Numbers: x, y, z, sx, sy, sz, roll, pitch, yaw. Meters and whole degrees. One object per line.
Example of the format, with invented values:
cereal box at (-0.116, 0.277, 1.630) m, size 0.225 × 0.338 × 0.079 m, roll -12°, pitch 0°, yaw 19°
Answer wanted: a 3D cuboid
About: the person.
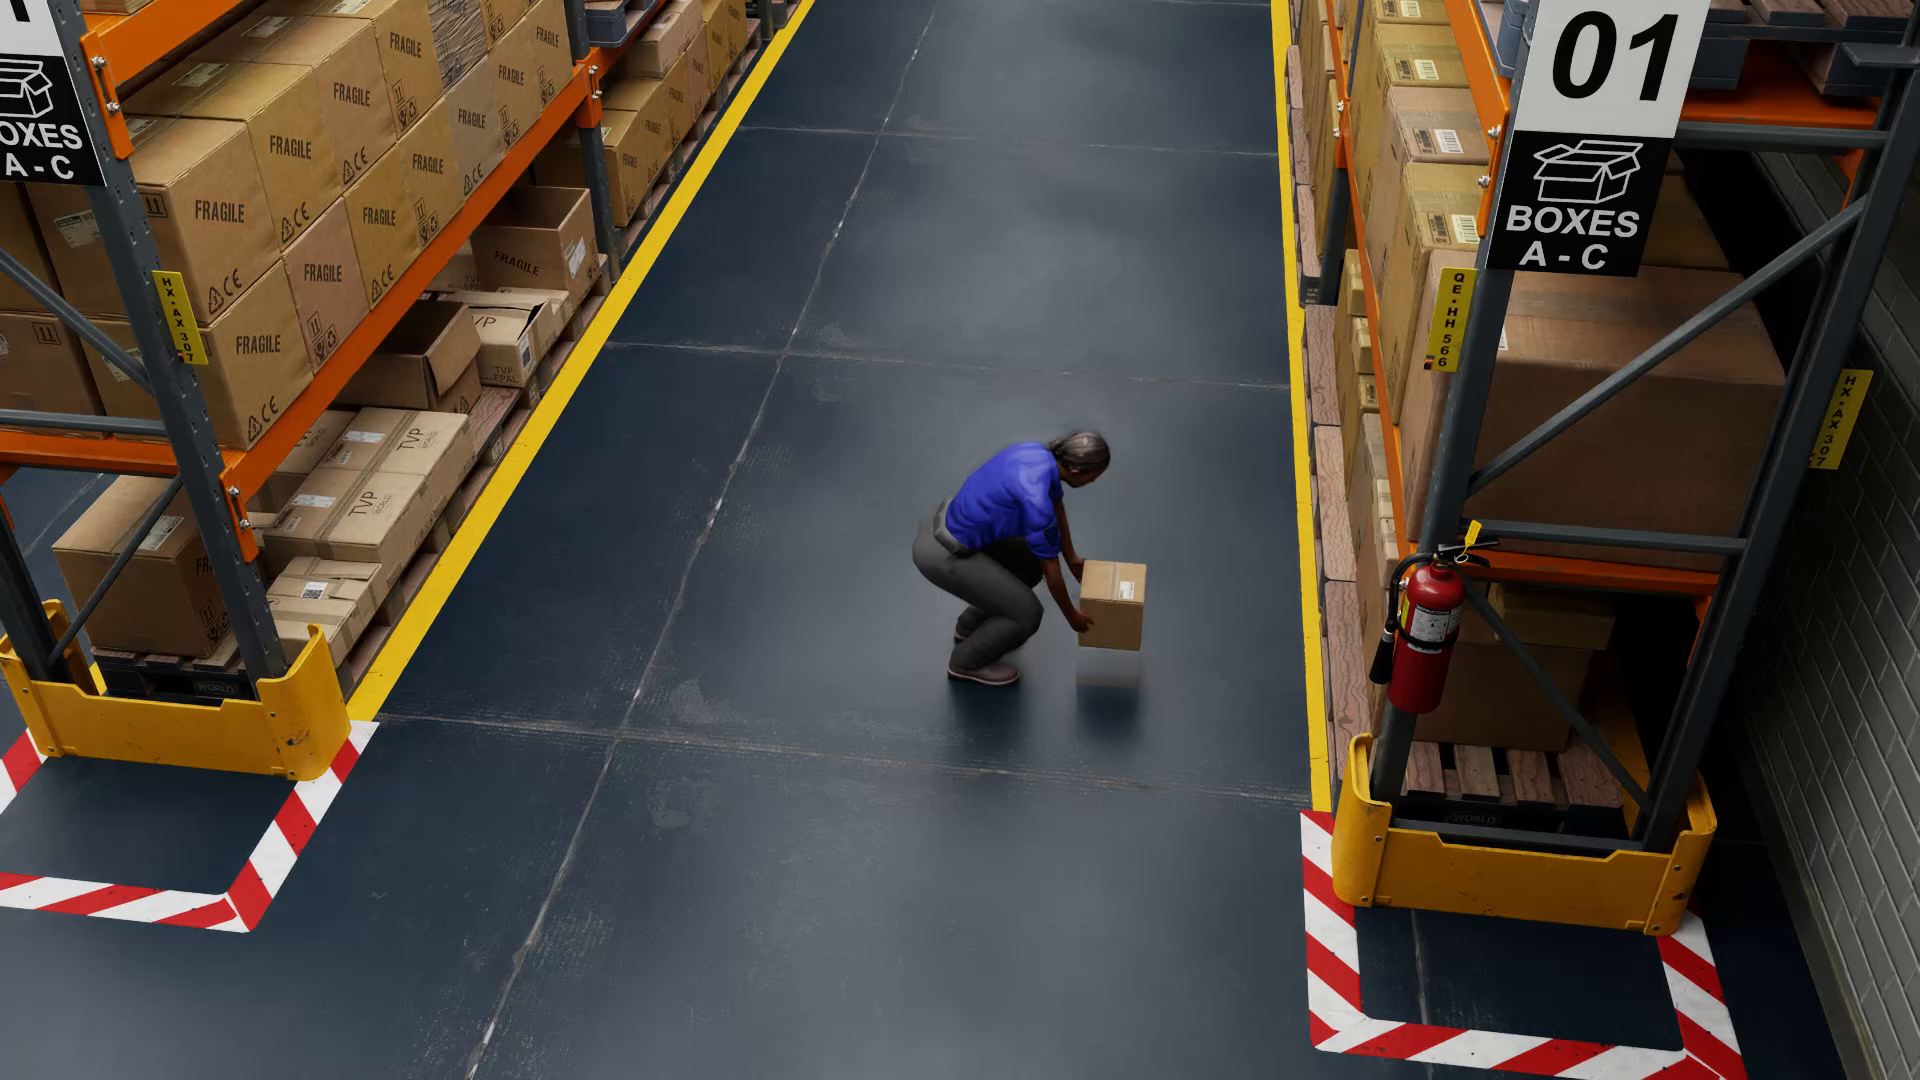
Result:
person at (0.196, 0.035, 6.588) m, size 0.747 × 1.092 × 0.499 m, roll 4°, pitch 37°, yaw 6°
